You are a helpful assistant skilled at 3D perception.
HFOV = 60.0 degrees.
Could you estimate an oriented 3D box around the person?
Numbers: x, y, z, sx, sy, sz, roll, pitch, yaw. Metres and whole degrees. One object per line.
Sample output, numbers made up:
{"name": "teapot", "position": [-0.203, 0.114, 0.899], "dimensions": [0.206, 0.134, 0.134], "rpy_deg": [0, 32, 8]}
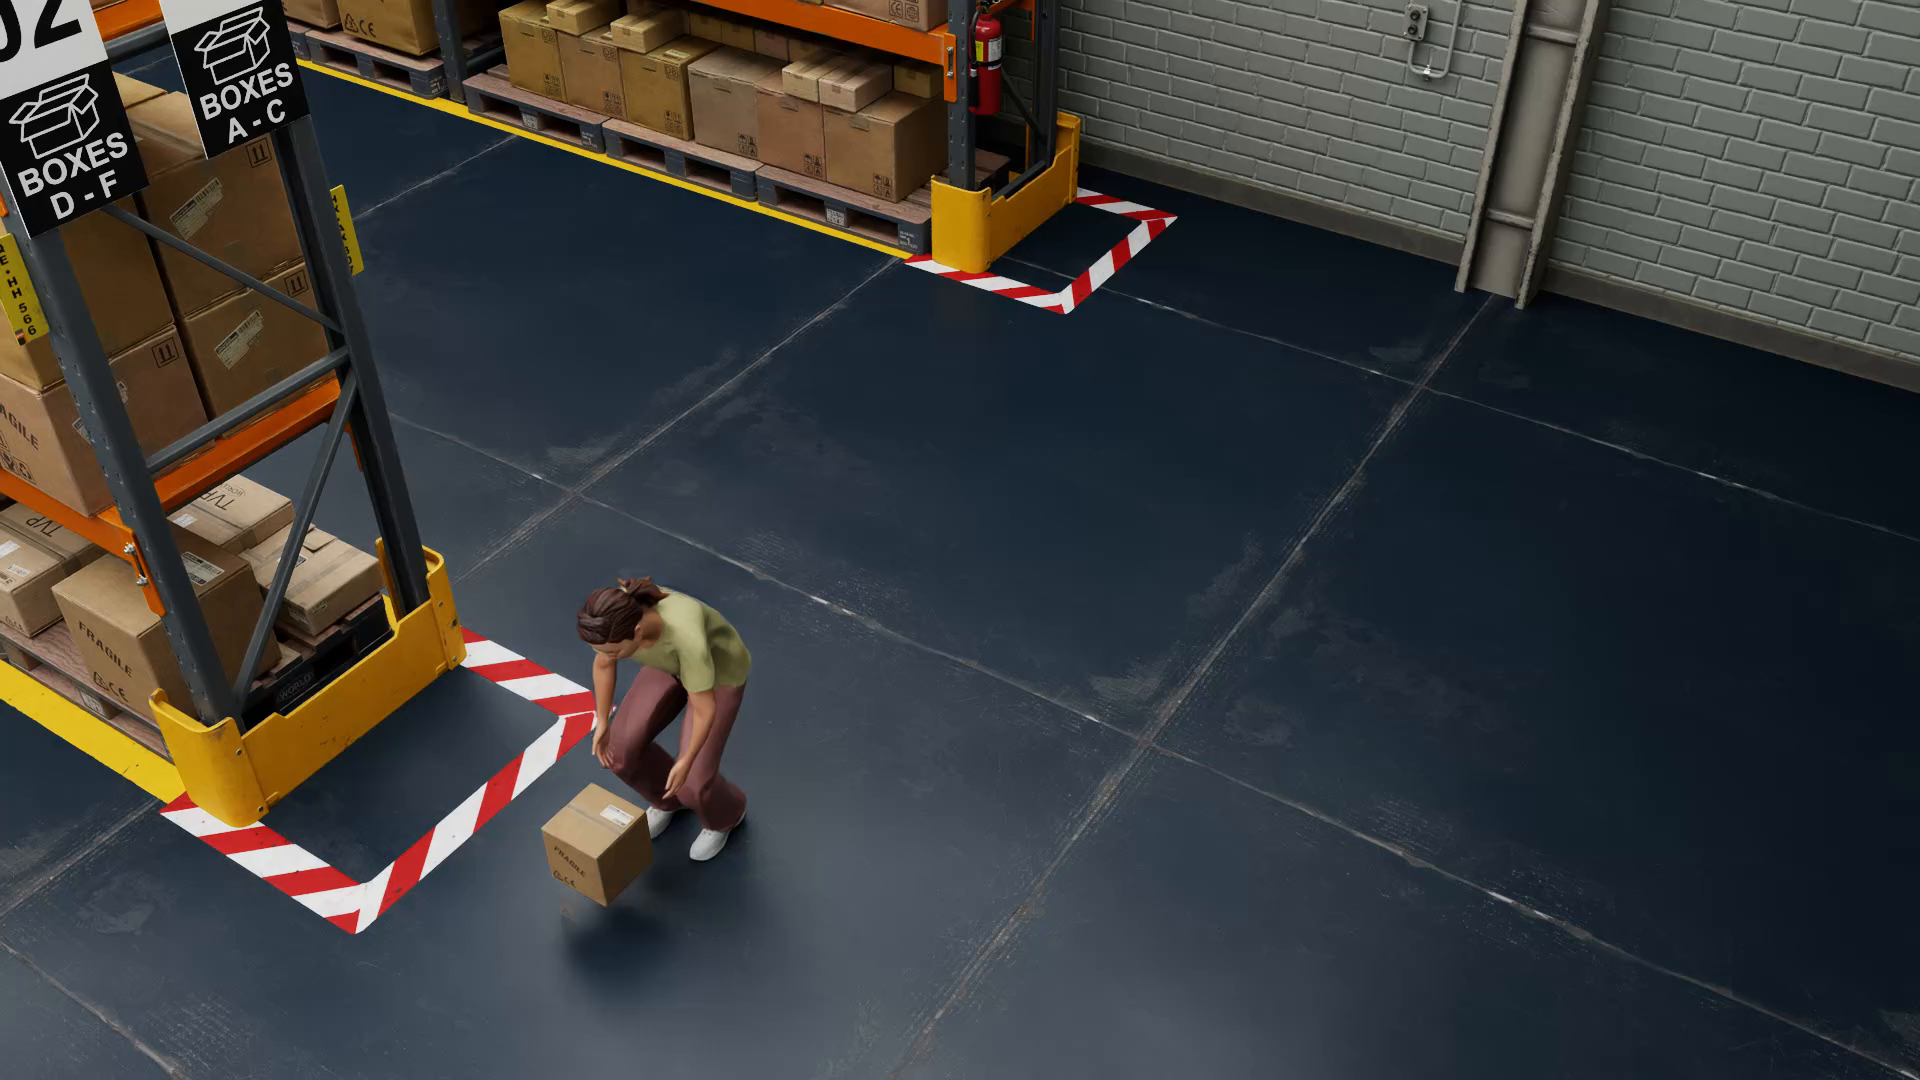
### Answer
{"name": "person", "position": [-0.982, 0.569, 5.718], "dimensions": [0.511, 1.335, 0.665], "rpy_deg": [22, 43, 25]}
